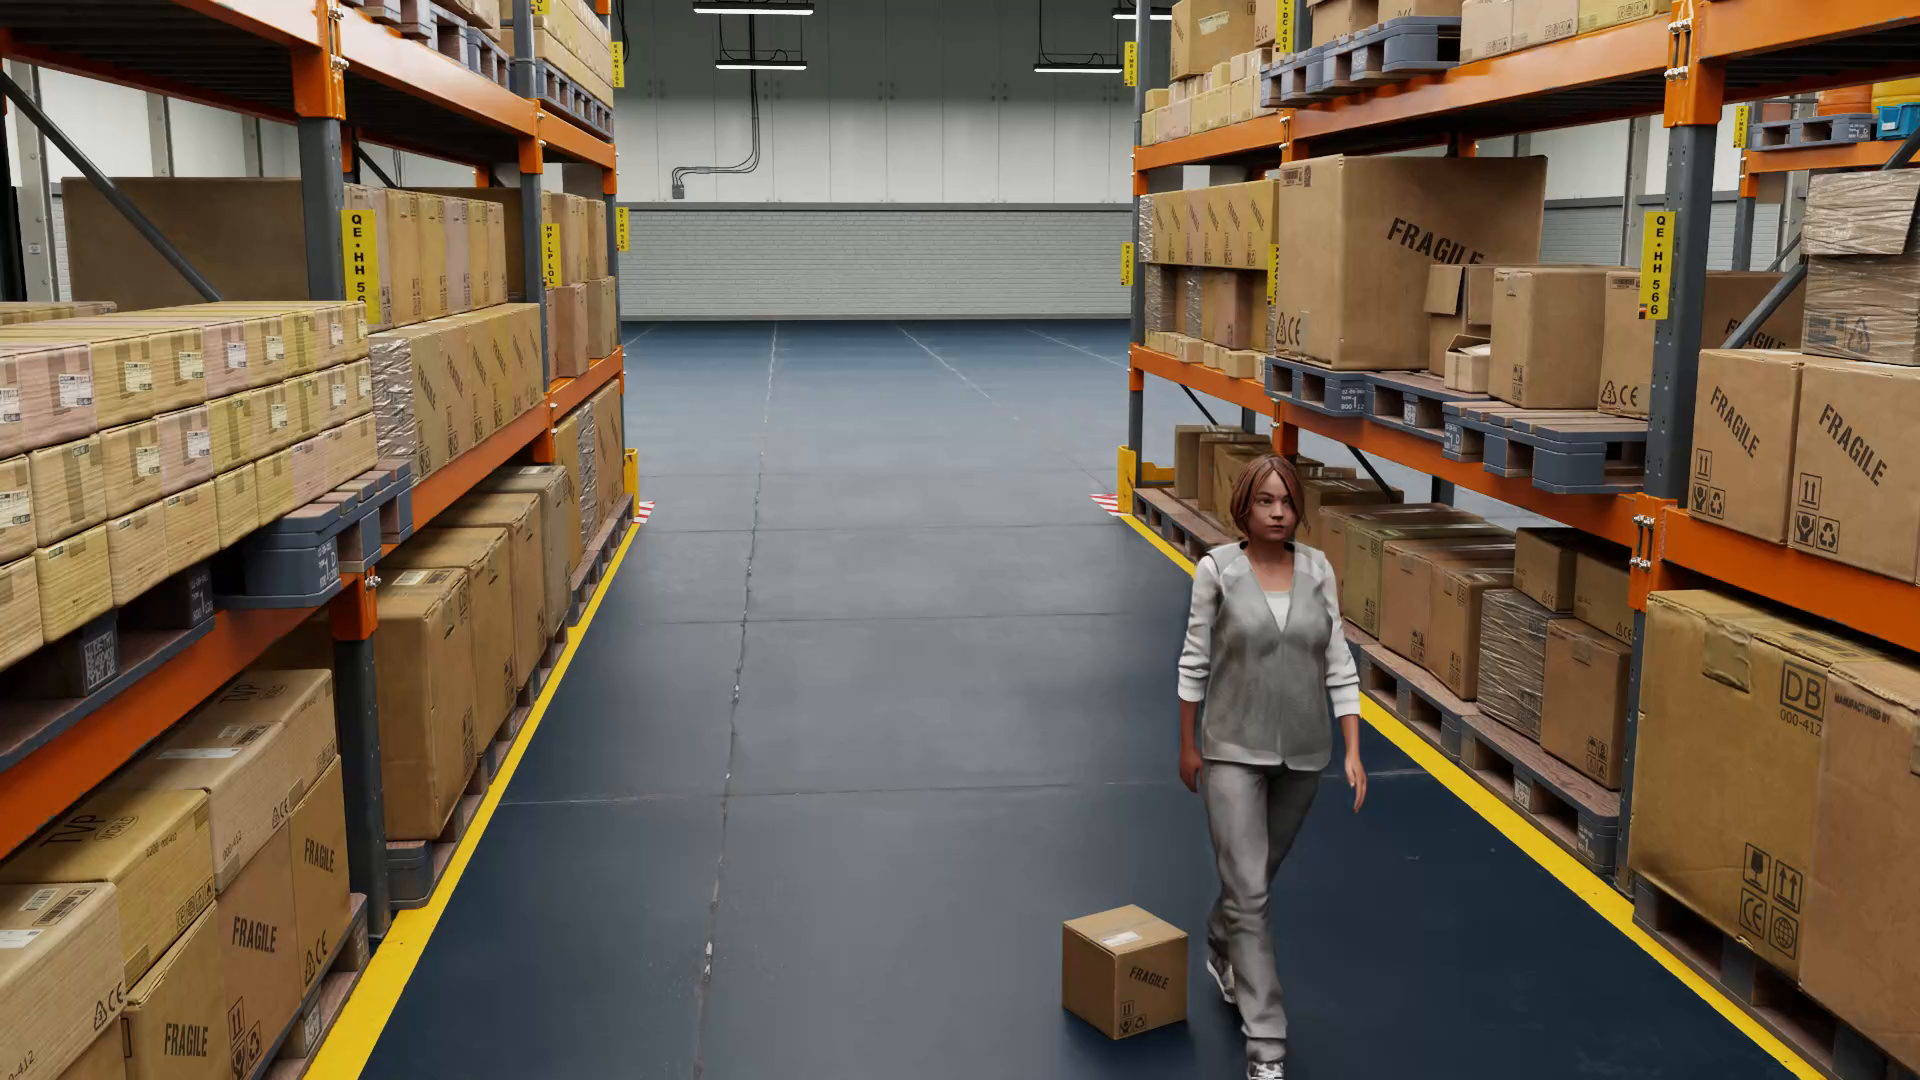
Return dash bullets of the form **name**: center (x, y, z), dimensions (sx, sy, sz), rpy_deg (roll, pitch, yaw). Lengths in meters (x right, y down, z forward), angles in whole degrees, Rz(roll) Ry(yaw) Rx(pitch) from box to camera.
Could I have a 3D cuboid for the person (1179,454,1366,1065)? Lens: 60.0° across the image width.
- **person**: center (0.793, 0.512, 4.309), dimensions (0.401, 1.478, 0.754), rpy_deg (-2, 10, -12)
